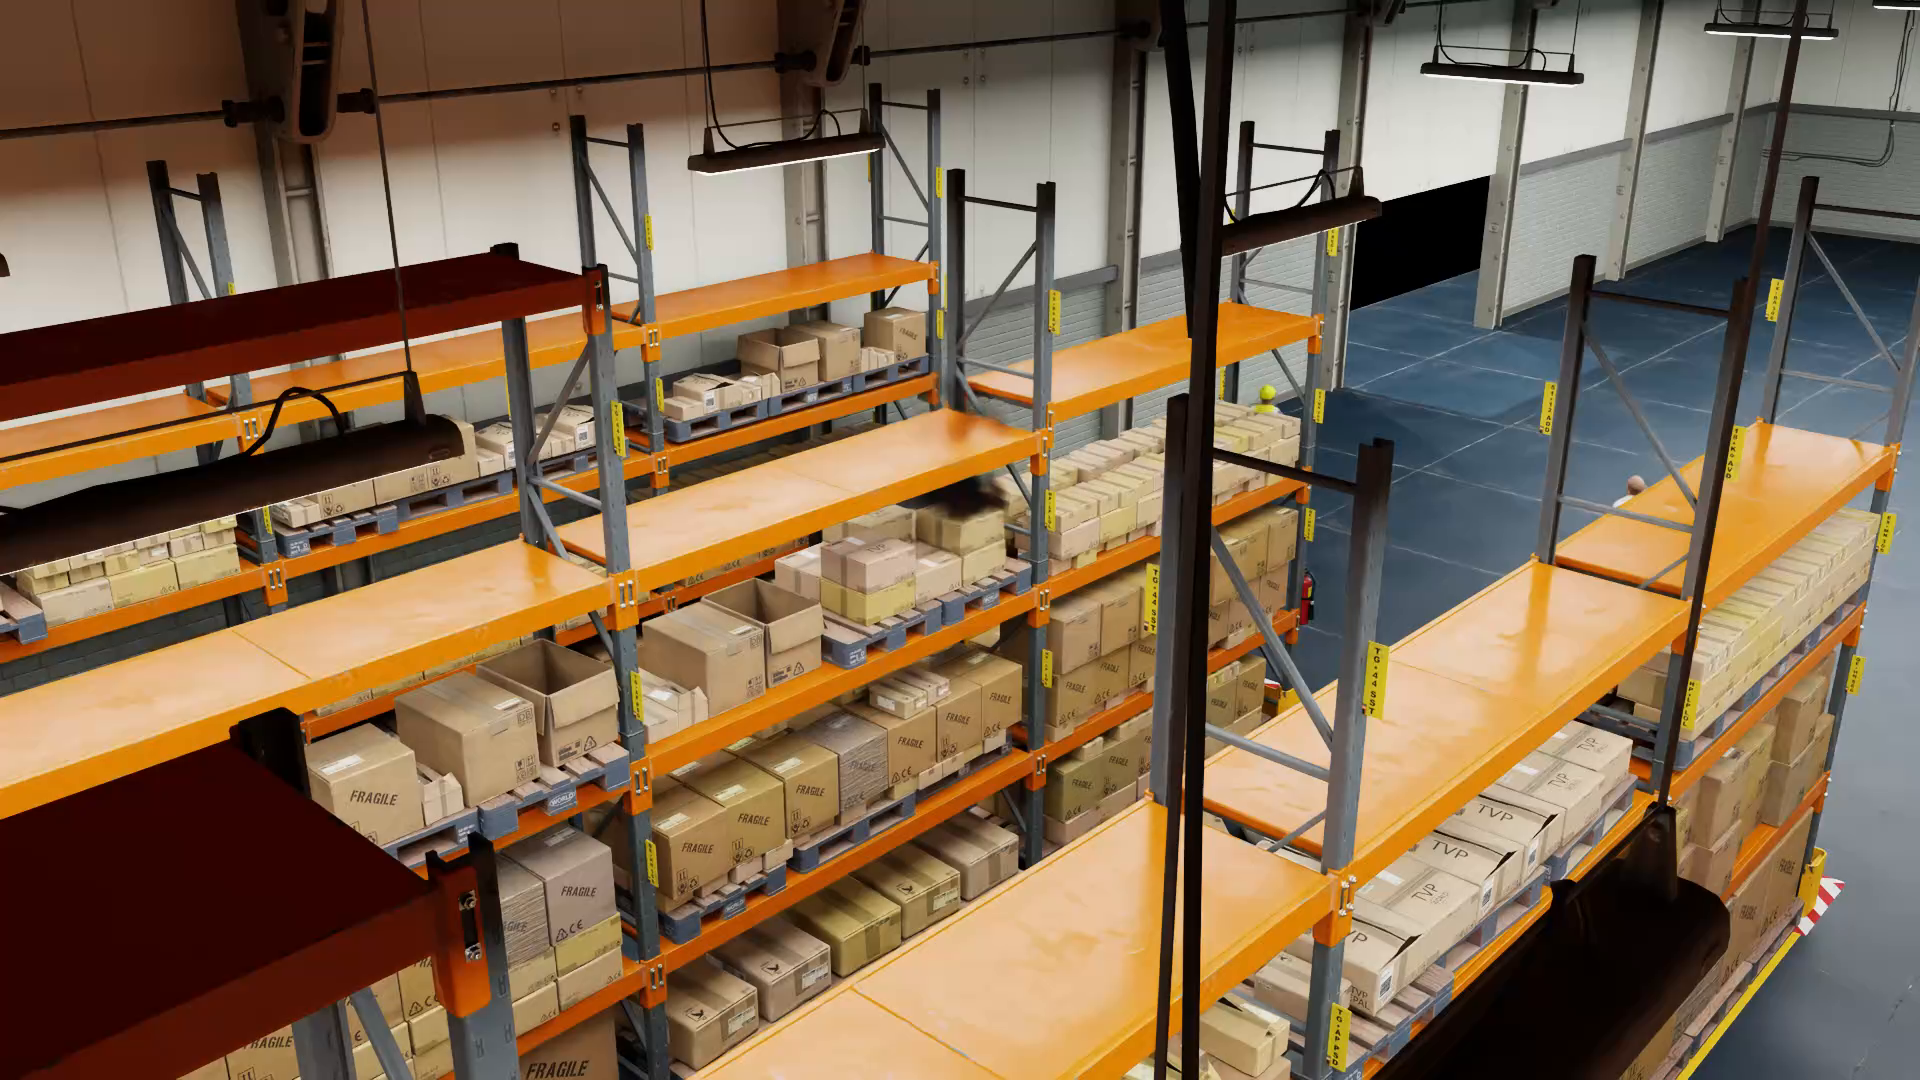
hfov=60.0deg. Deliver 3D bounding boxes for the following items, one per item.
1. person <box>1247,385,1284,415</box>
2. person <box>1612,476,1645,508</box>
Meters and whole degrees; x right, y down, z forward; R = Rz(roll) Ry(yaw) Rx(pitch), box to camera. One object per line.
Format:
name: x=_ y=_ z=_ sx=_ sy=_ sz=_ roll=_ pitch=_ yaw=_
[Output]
person: x=4.195 y=-1.302 z=22.964 sx=0.664 sy=1.758 sz=0.687 roll=13 pitch=25 yaw=29
person: x=7.720 y=0.061 z=19.443 sx=0.692 sy=1.771 sz=0.687 roll=-2 pitch=21 yaw=-4
